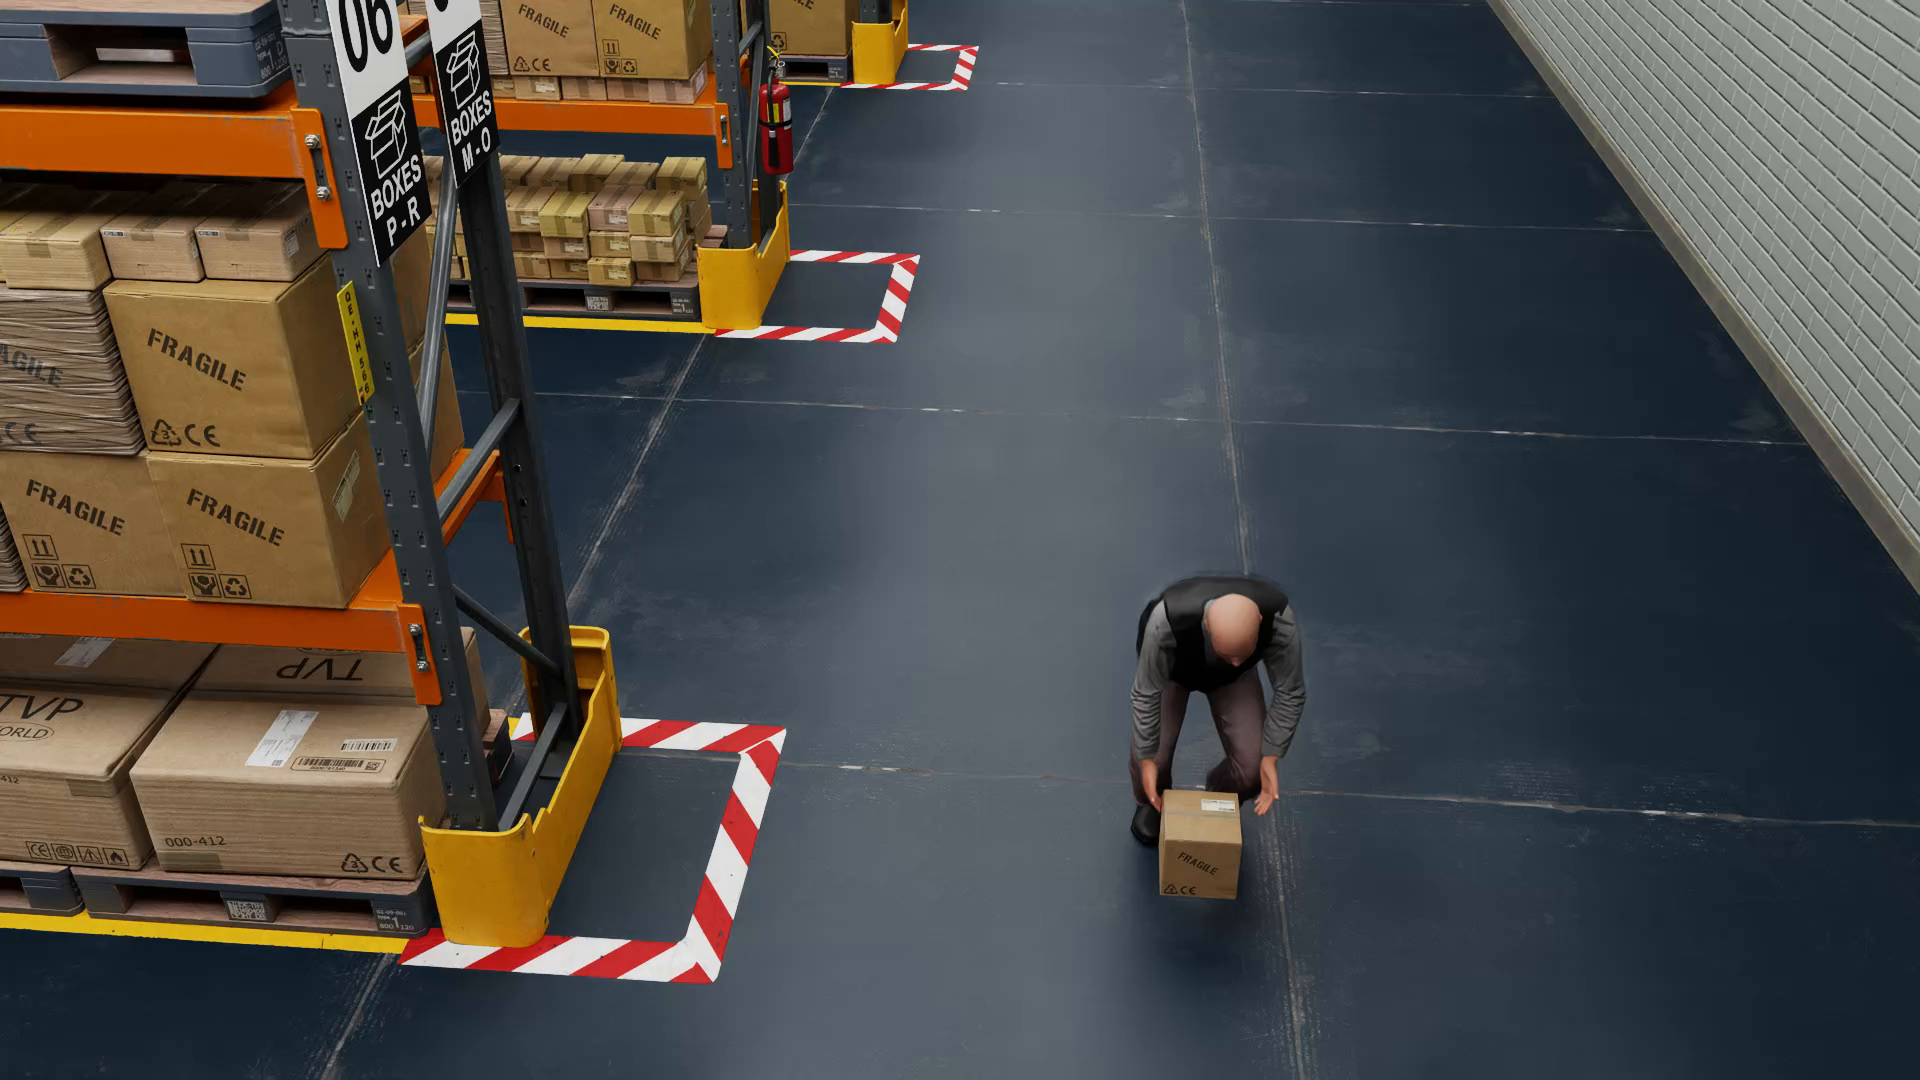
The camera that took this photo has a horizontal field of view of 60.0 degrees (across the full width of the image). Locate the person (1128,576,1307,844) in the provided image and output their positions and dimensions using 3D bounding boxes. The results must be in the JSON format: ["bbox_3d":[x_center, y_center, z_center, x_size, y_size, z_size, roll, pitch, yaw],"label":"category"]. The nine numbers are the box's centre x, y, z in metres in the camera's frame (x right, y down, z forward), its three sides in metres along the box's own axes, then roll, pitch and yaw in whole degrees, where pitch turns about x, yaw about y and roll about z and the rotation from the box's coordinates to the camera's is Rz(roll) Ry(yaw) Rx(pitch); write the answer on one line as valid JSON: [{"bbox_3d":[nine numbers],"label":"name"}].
[{"bbox_3d":[0.871,0.551,5.738,0.583,1.232,0.789,2,32,4],"label":"person"}]
